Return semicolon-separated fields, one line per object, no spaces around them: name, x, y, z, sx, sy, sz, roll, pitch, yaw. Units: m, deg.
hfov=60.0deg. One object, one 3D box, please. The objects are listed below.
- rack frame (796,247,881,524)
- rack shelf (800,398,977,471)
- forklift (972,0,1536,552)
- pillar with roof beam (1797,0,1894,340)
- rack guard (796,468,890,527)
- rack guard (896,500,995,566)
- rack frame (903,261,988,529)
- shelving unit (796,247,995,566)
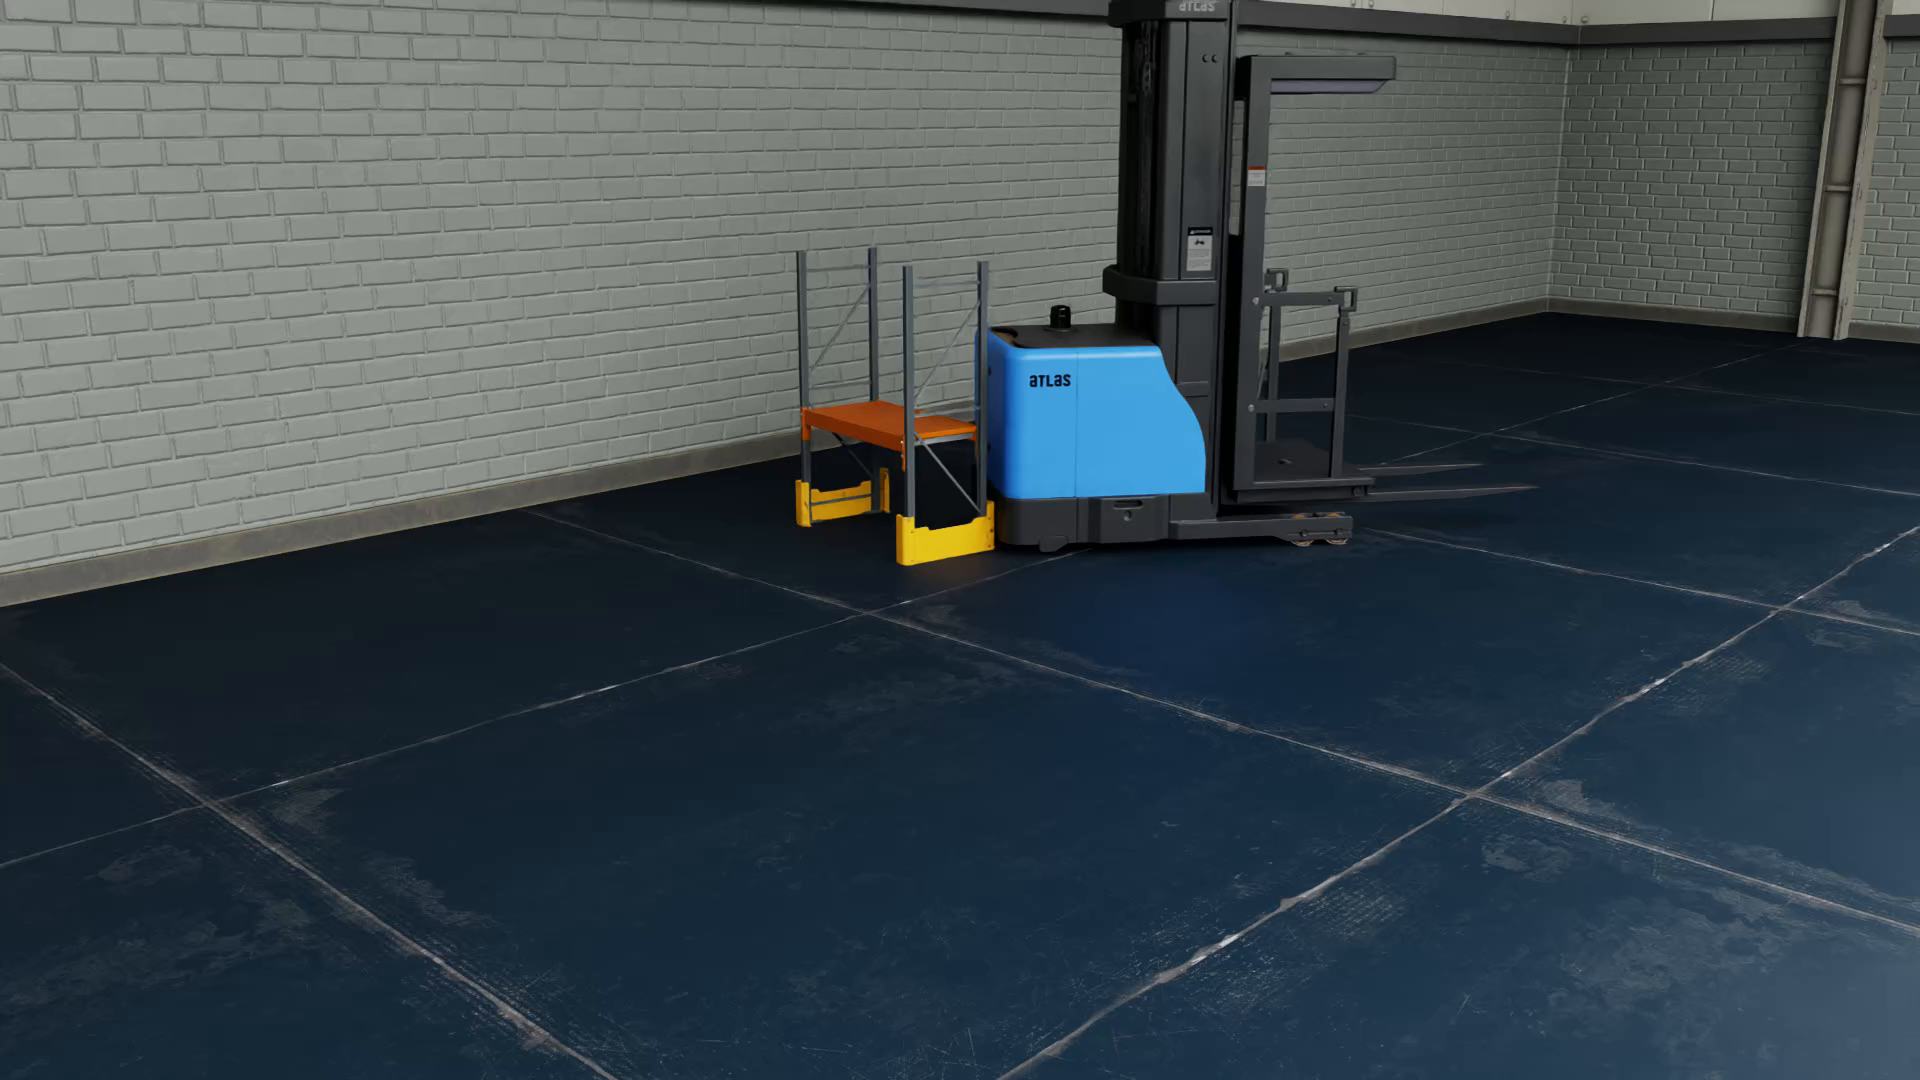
rack frame;-0.668;-0.853;9.231;0.500;1.500;0.032;-10;18;-35
rack shelf;-0.369;-0.575;8.878;0.538;0.185;1.000;-10;18;-35
forklift;1.632;-1.512;8.921;3.031;2.935;1.130;-3;15;-10
pillar with roof beam;5.735;-5.629;12.688;0.400;9.000;9.100;14;20;42
rack guard;-0.657;-0.244;9.373;0.587;0.250;0.087;-10;18;-35
rack guard;-0.070;-0.041;8.594;0.587;0.250;0.087;-10;18;-35
rack frame;-0.069;-0.646;8.435;0.500;1.500;0.032;-10;18;-35
shelving unit;-0.363;-0.747;8.826;0.587;1.500;1.083;-10;18;-35
